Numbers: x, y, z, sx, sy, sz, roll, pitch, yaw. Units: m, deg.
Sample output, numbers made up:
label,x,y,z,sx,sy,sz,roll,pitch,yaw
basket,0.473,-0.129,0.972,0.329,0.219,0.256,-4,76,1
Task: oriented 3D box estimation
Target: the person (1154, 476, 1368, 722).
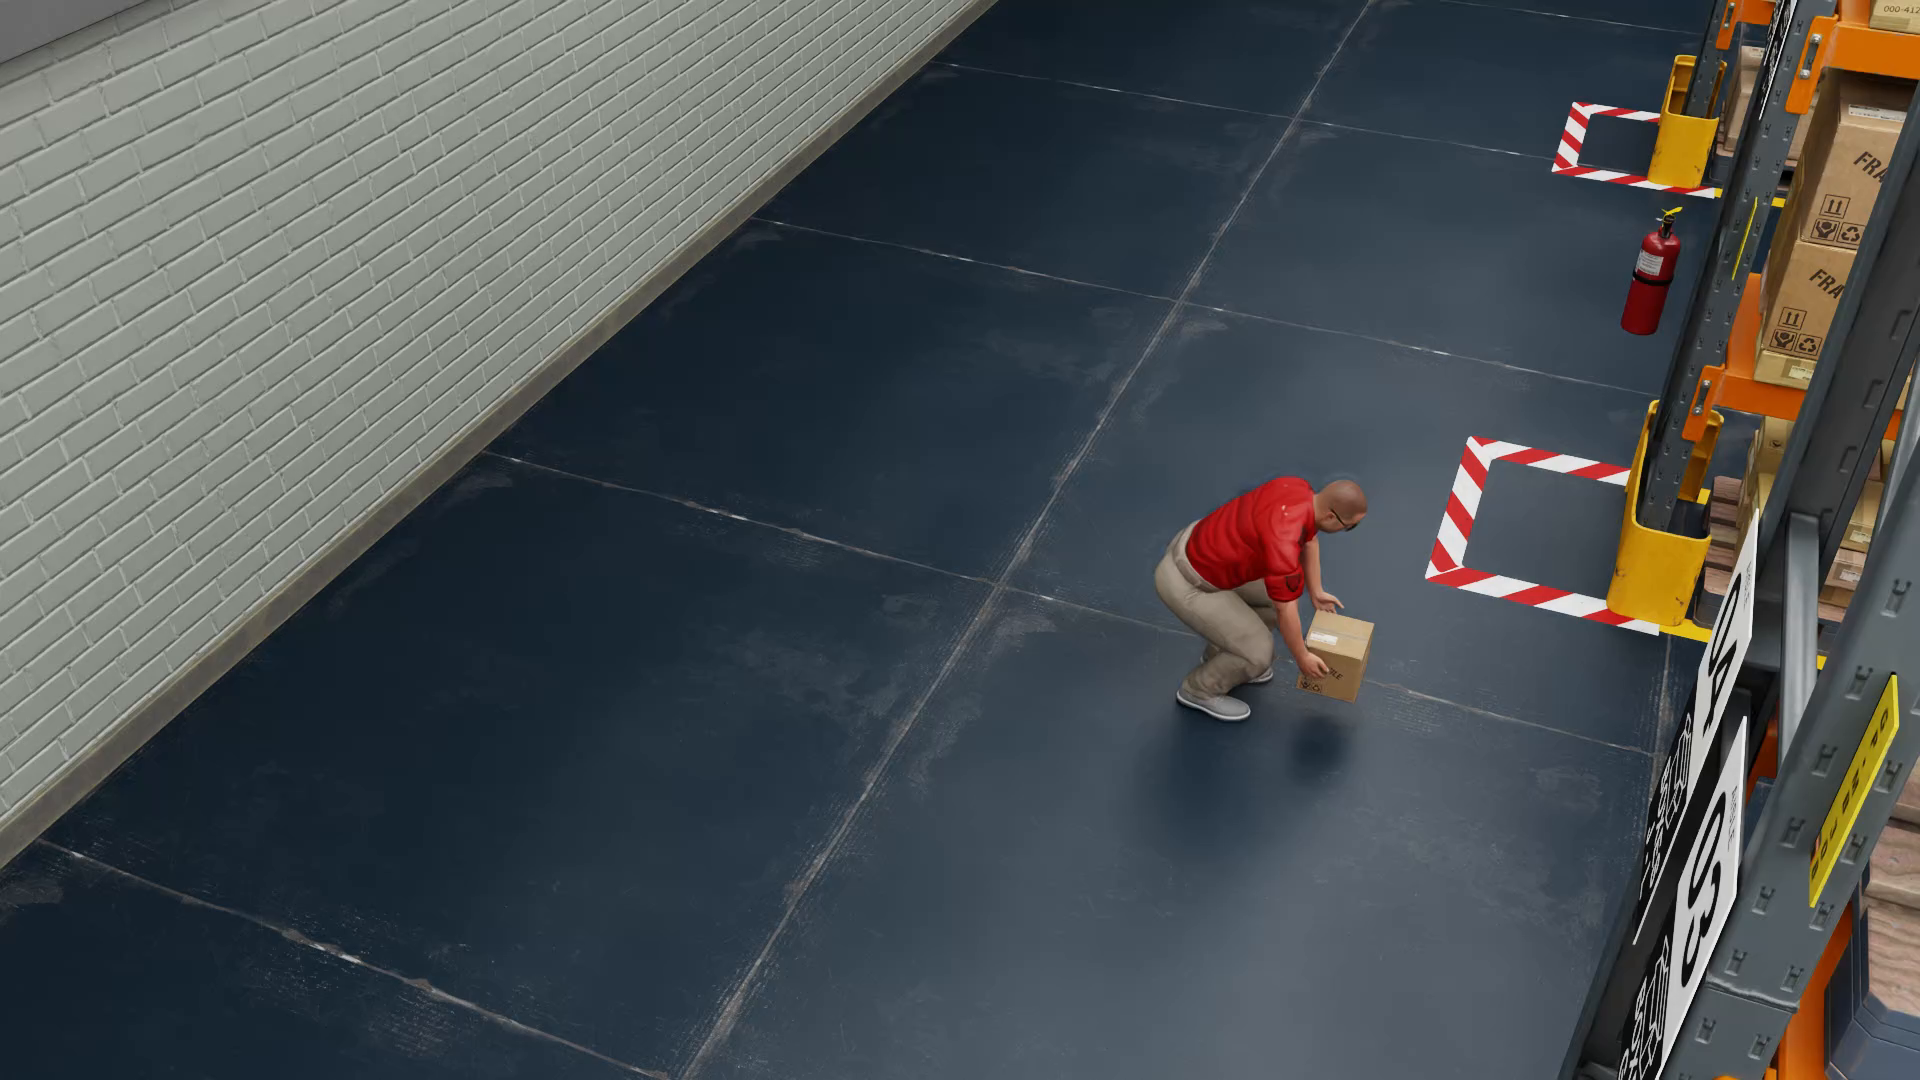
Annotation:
label,x,y,z,sx,sy,sz,roll,pitch,yaw
person,1.248,0.183,7.049,0.805,1.181,0.579,14,39,18
